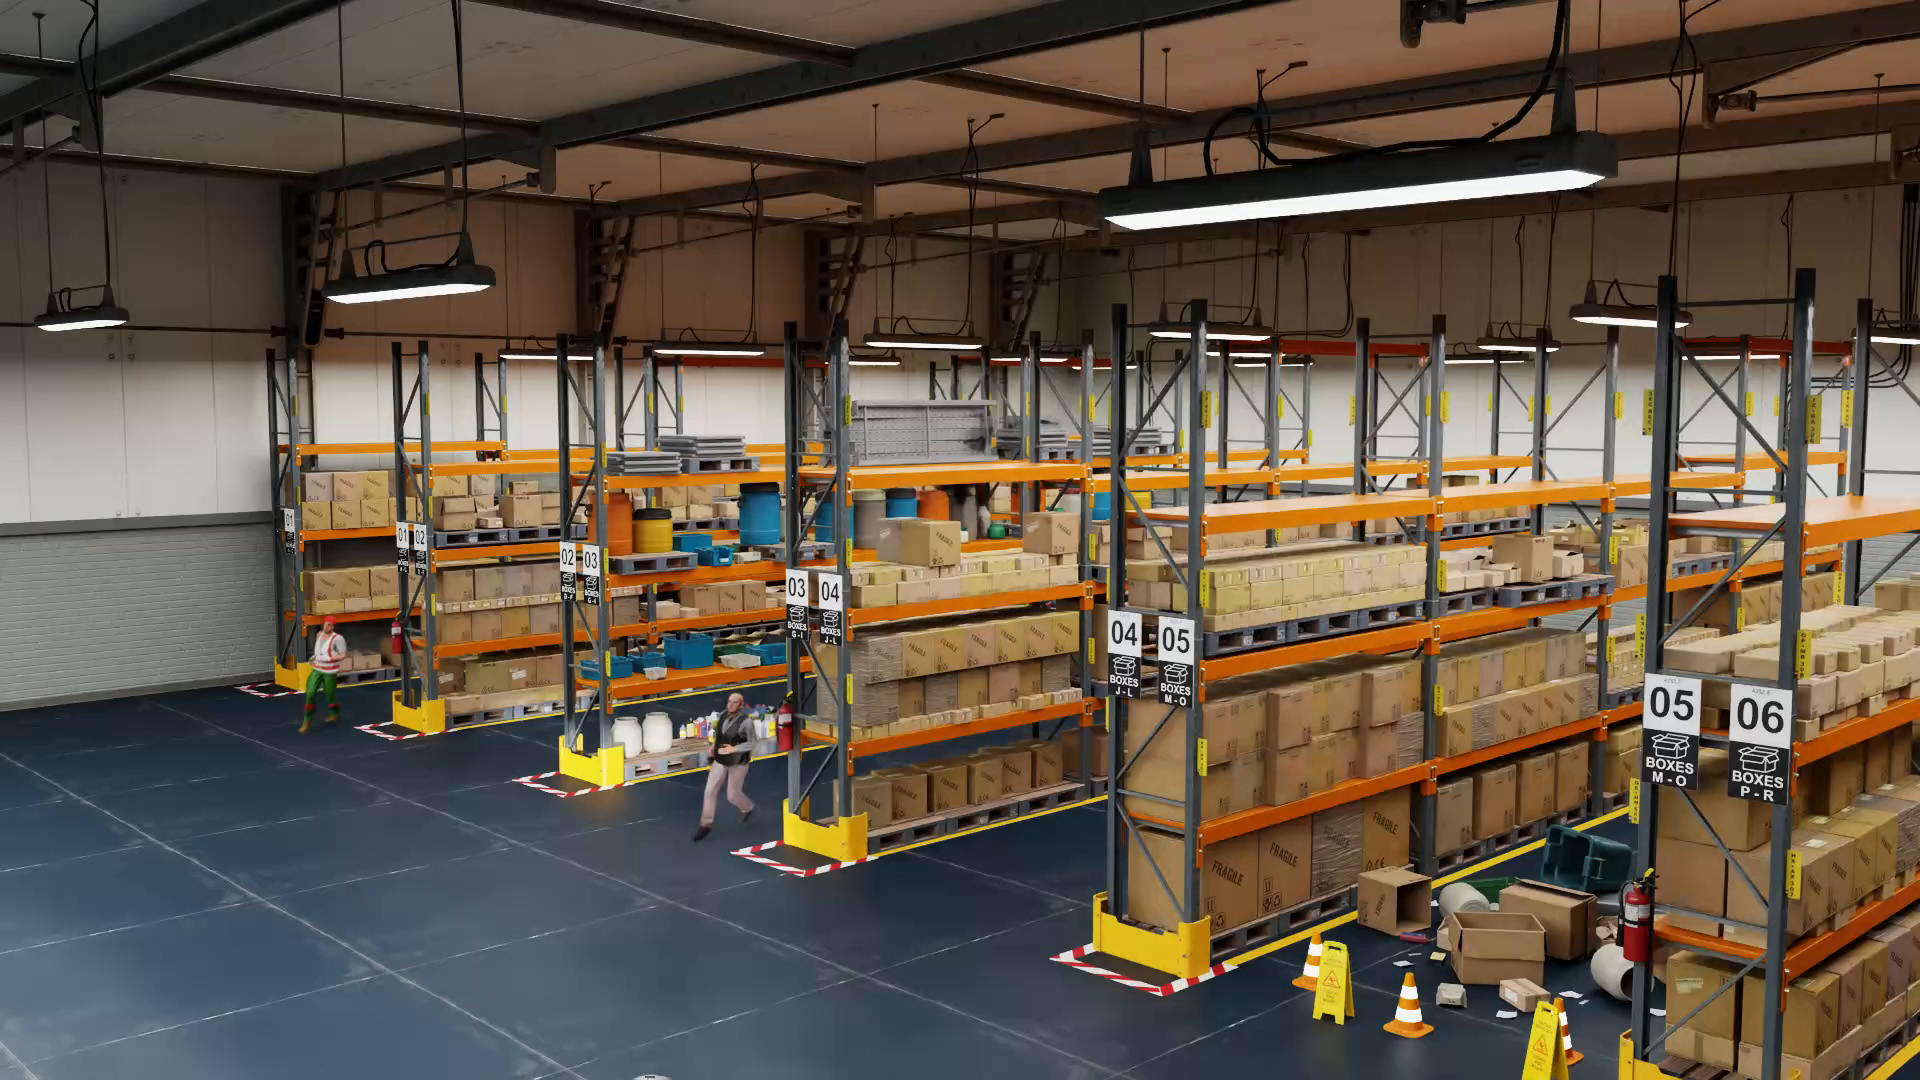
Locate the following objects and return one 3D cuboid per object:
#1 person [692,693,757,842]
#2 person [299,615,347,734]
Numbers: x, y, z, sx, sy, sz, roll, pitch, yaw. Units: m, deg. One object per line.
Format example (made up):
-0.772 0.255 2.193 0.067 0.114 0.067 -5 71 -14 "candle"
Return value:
-2.650 2.631 19.537 0.684 1.710 0.929 3 6 30 "person"
-9.795 2.049 25.778 0.672 1.797 0.880 1 5 10 "person"
